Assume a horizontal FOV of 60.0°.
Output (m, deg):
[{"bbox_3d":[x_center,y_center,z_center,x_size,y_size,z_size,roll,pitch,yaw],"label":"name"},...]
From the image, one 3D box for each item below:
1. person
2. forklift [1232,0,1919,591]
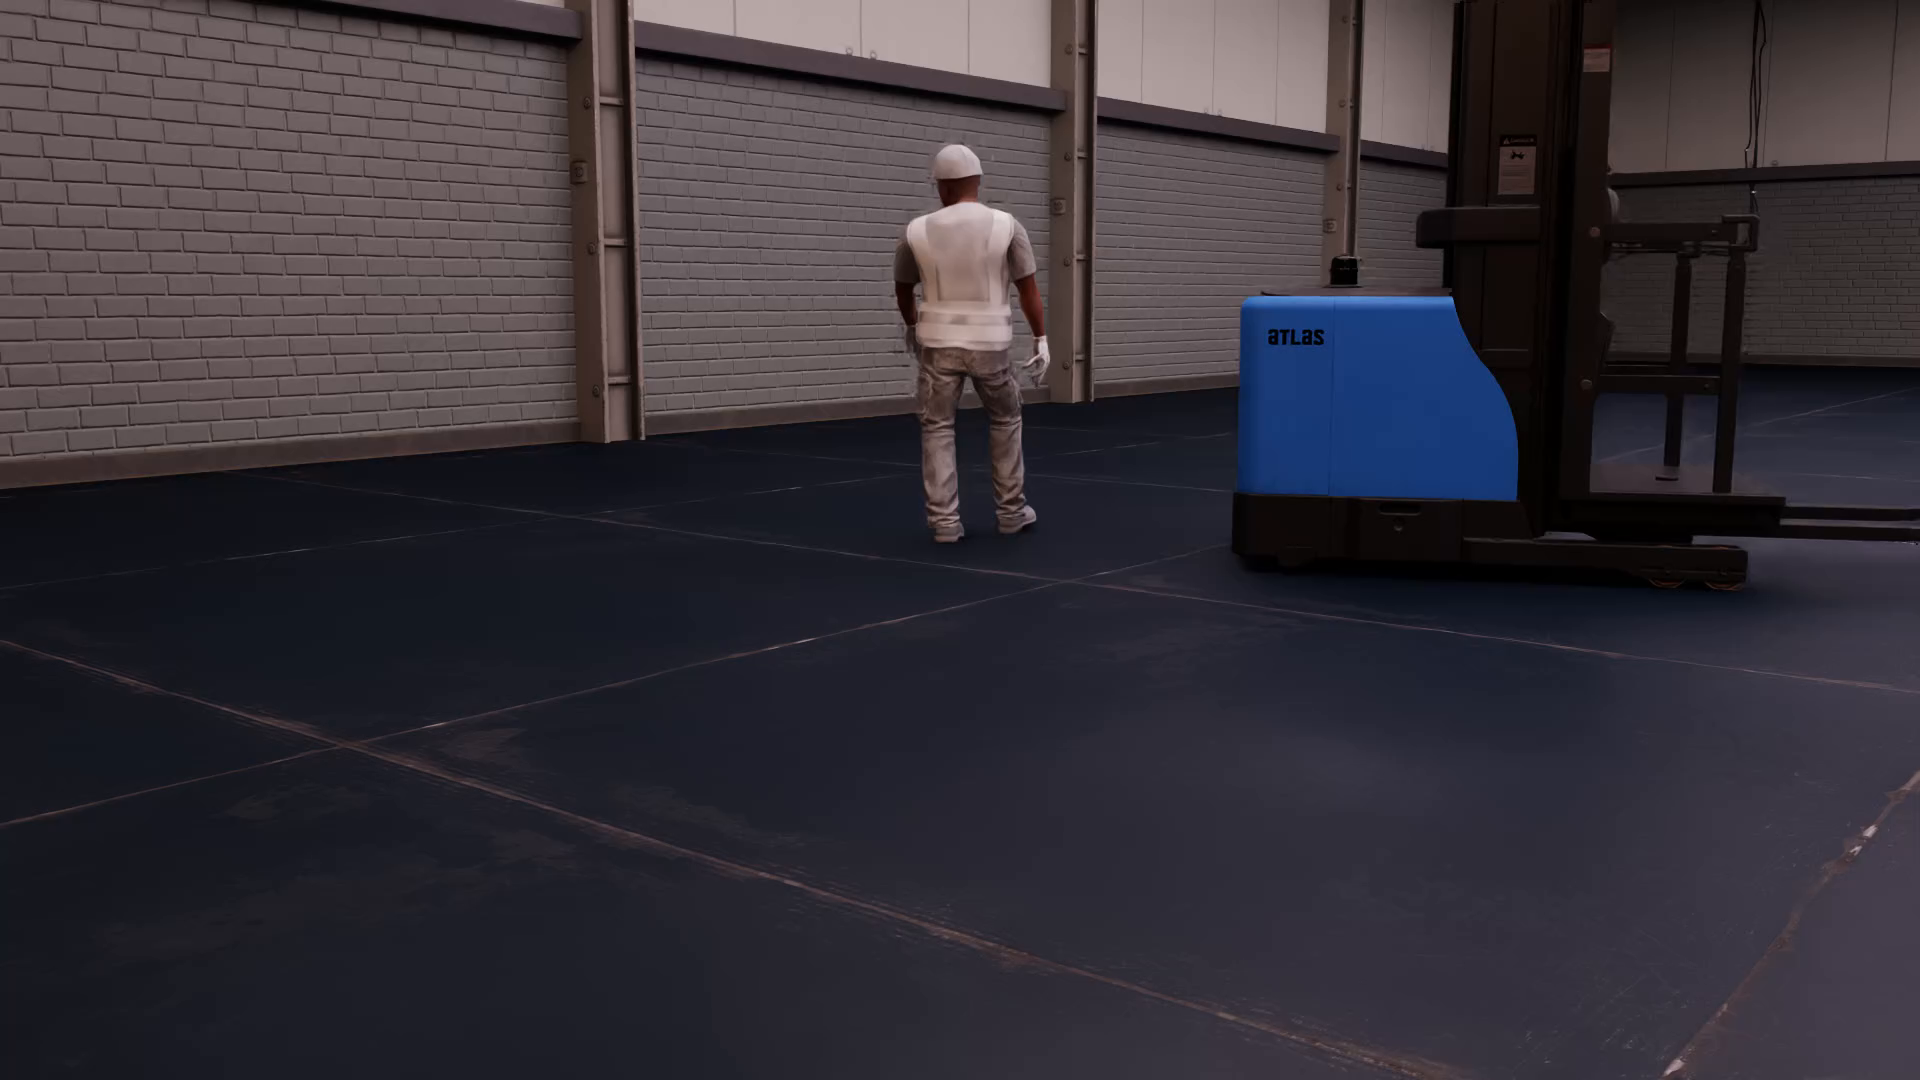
[{"bbox_3d":[0.050,-0.880,7.467,0.691,1.742,0.624,0,8,0],"label":"person"},{"bbox_3d":[2.653,-1.347,6.487,3.031,2.935,1.130,2,9,13],"label":"forklift"}]
